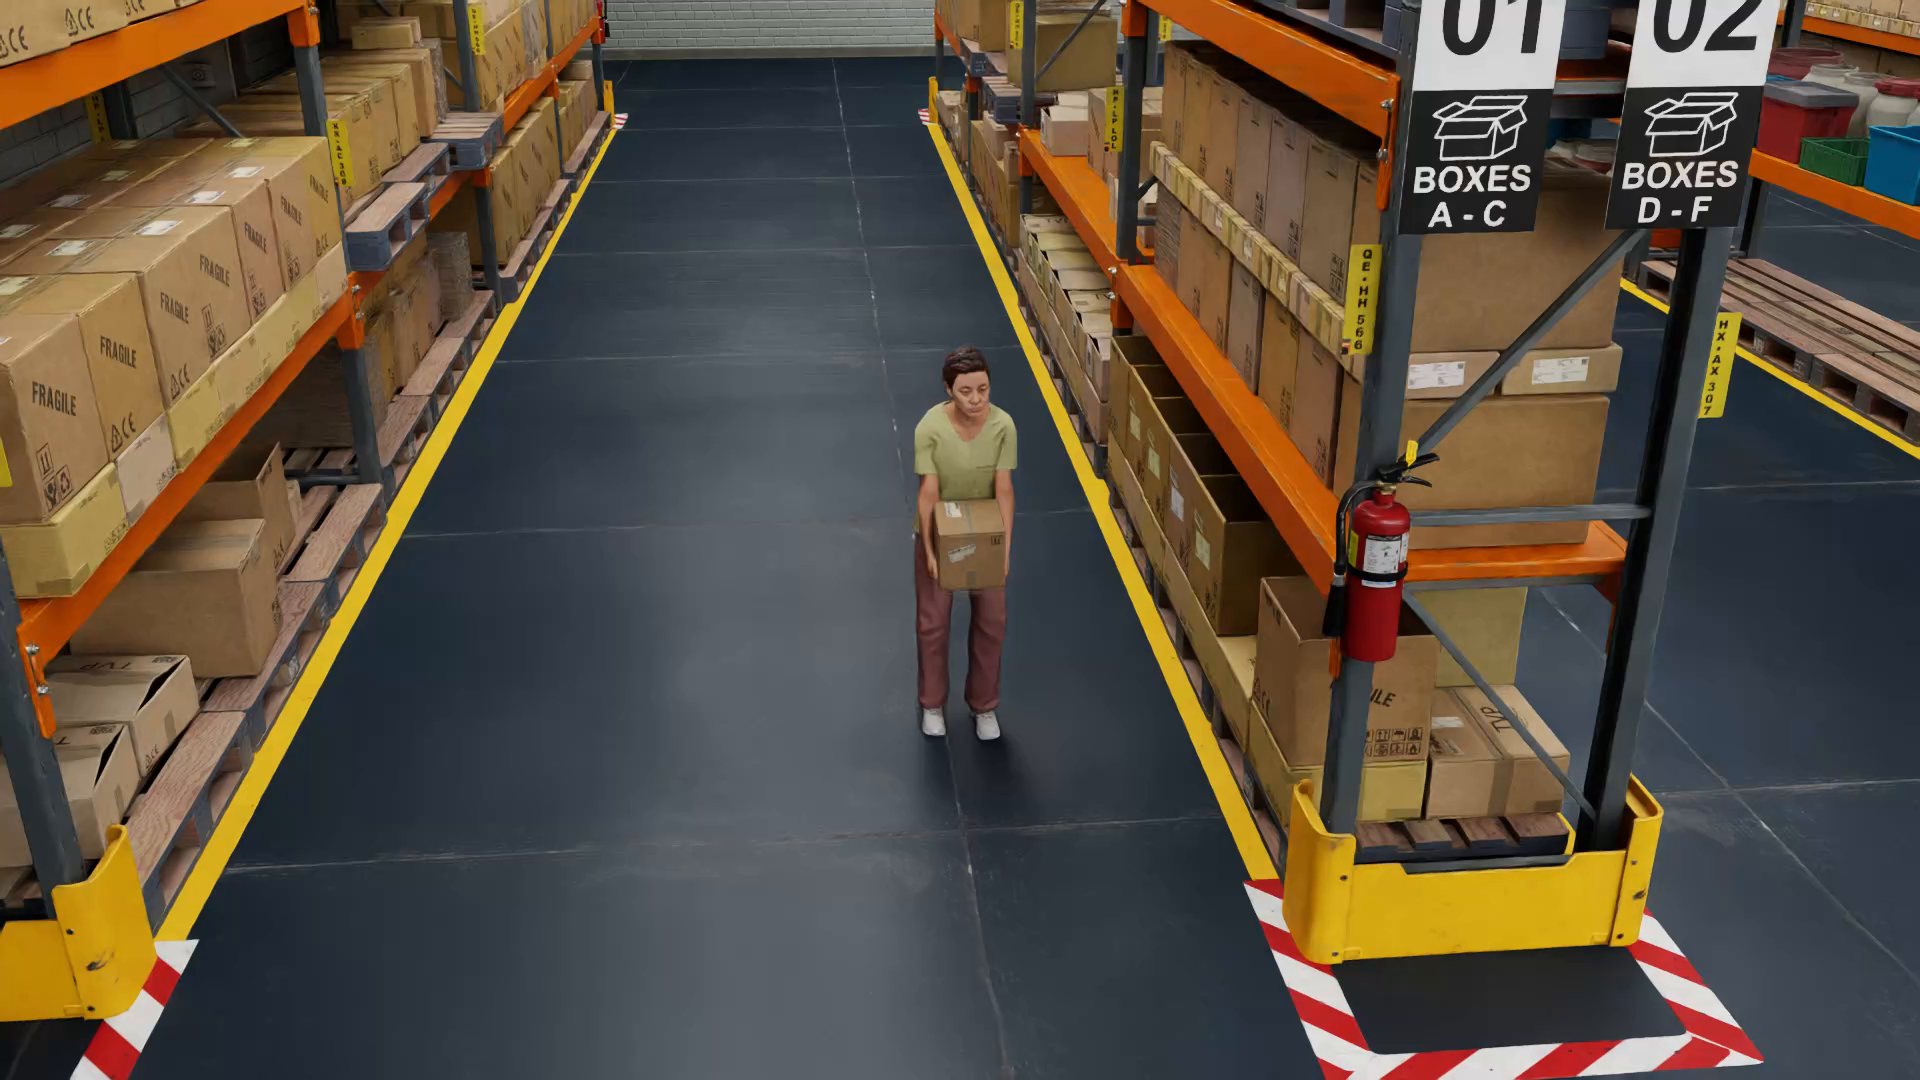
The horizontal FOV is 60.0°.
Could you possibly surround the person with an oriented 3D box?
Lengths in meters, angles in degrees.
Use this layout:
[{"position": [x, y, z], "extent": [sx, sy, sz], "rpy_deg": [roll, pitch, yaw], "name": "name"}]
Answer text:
[{"position": [0.022, 0.028, 6.572], "extent": [0.409, 1.654, 0.521], "rpy_deg": [-3, 24, -6], "name": "person"}]
